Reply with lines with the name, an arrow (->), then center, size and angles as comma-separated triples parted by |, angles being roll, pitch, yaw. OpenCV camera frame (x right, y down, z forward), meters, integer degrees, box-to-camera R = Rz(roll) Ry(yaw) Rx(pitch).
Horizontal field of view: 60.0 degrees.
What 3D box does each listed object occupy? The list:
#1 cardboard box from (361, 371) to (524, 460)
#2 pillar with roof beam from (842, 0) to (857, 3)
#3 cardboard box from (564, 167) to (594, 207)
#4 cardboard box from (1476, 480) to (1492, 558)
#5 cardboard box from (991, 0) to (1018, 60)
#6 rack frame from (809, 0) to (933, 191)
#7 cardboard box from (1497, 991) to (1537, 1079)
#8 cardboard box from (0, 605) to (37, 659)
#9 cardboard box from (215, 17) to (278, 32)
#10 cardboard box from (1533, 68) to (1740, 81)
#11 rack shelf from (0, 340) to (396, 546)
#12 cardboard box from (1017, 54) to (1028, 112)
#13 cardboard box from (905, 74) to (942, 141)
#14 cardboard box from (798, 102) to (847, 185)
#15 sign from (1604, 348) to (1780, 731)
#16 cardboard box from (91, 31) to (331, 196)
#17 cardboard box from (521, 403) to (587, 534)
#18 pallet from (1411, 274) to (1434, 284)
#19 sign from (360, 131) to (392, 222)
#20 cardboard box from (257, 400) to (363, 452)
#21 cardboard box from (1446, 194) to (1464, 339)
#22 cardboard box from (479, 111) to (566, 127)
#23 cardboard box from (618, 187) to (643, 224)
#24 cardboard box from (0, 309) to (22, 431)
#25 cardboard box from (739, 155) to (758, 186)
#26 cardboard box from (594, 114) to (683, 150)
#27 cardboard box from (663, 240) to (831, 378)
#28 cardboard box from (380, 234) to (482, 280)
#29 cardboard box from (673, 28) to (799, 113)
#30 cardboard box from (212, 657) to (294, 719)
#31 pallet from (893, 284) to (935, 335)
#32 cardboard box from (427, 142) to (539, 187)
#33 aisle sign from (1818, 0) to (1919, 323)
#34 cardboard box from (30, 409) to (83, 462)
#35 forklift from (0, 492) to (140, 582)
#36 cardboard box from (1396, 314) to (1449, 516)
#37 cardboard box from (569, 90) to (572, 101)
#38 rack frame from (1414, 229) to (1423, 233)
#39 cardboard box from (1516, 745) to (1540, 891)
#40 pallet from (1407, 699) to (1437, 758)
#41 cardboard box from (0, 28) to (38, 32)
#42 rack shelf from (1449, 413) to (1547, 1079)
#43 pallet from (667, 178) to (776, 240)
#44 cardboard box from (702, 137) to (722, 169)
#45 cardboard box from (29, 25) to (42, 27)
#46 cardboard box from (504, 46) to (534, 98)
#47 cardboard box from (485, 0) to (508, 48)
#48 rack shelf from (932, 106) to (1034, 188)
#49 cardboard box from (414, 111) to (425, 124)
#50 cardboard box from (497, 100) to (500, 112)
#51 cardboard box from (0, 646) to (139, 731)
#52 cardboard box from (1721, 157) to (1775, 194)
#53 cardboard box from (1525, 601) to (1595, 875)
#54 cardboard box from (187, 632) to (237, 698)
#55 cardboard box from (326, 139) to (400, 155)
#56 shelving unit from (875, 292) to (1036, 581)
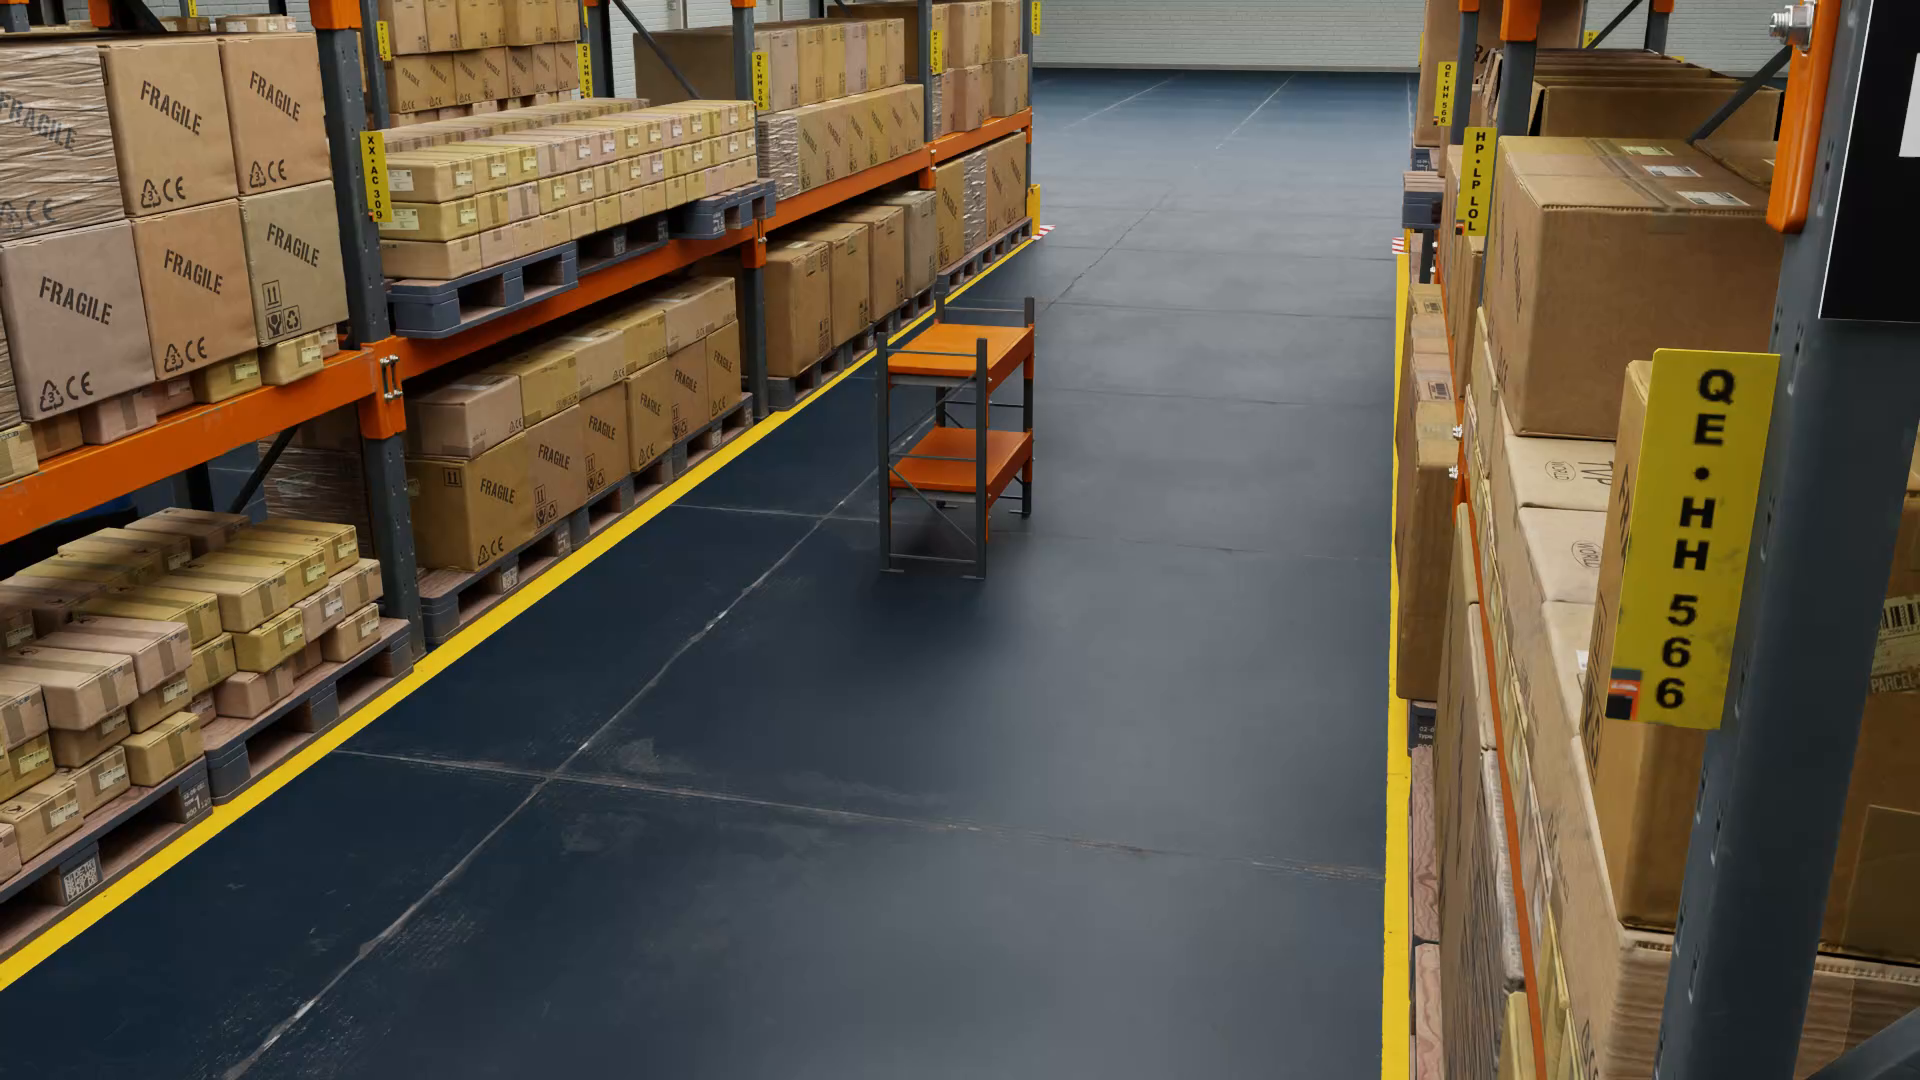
cardboard box -> -2.242, -0.547, 7.206 | 0.500, 0.250, 0.500 | 4, 19, 11
pillar with roof beam -> 1.075, -17.232, 44.715 | 9.100, 9.000, 0.400 | 5, 19, 13
cardboard box -> -1.885, -1.602, 7.515 | 0.380, 0.149, 0.250 | 5, 20, 16
cardboard box -> 1.459, -0.029, 4.021 | 0.380, 0.149, 0.250 | 4, 19, 13
cardboard box -> 0.080, -5.016, 16.329 | 0.875, 0.550, 0.550 | 5, 19, 13
rack frame -> -0.724, -3.473, 13.715 | 1.000, 3.000, 0.127 | 5, 19, 13
cardboard box -> 1.208, 1.311, 2.345 | 0.875, 0.875, 0.875 | 5, 19, 13
cardboard box -> -3.285, 0.317, 5.460 | 0.380, 0.149, 0.250 | 5, 20, 15
cardboard box -> -5.642, -4.059, 13.161 | 0.380, 0.149, 0.250 | 4, 19, 11
cardboard box -> 2.434, -1.479, 6.171 | 0.797, 0.503, 0.637 | 5, 19, 14
rack shelf -> -3.167, 0.002, 4.655 | 1.077, 0.370, 4.000 | 5, 19, 13
cardboard box -> 0.207, -4.678, 17.010 | 0.875, 0.550, 0.550 | 5, 19, 13
cardboard box -> -0.645, -3.661, 14.032 | 0.875, 0.550, 0.550 | 5, 19, 13
cardboard box -> -1.084, -2.704, 11.308 | 0.500, 0.500, 0.500 | 5, 19, 13
sign -> 0.606, 0.004, 1.376 | 0.100, 0.325, 0.005 | 5, 19, 13
cardboard box -> -2.531, -1.458, 5.654 | 0.500, 0.500, 0.500 | 4, 19, 11
cardboard box -> -2.113, -0.358, 7.812 | 0.500, 0.500, 0.500 | 6, 20, 16
pallet -> 4.191, -1.943, 13.550 | 1.003, 0.211, 1.213 | 5, 19, 13
sign -> -2.150, -1.335, 6.115 | 0.100, 0.325, 0.005 | 5, 19, 13
cardboard box -> -2.742, -0.590, 7.331 | 0.500, 0.250, 0.500 | 4, 19, 12
cardboard box -> 2.204, -1.076, 6.544 | 0.500, 0.500, 0.500 | 4, 19, 13
cardboard box -> -2.259, -2.122, 8.579 | 0.380, 0.149, 0.250 | 6, 20, 16
cardboard box -> -1.758, -1.621, 8.031 | 0.380, 0.149, 0.250 | 4, 19, 11
cardboard box -> -2.922, -0.501, 4.400 | 0.500, 0.500, 0.500 | 4, 19, 12
cardboard box -> -1.376, -2.108, 9.458 | 0.380, 0.149, 0.250 | 5, 19, 14
cardboard box -> -1.630, -2.071, 8.429 | 0.380, 0.149, 0.250 | 5, 19, 13
cardboard box -> -1.465, -1.537, 10.878 | 1.050, 0.750, 0.750 | 4, 19, 13
cardboard box -> -2.136, -1.133, 6.602 | 0.380, 0.149, 0.250 | 4, 19, 11
cardboard box -> -1.460, -3.038, 10.741 | 0.700, 0.500, 0.500 | 4, 19, 13
cardboard box -> -2.590, 0.497, 5.851 | 0.380, 0.149, 0.250 | 4, 19, 12
pallet -> -0.839, -1.906, 13.440 | 1.003, 0.211, 1.213 | 5, 19, 13
cardboard box -> -2.009, -1.582, 6.997 | 0.380, 0.149, 0.250 | 5, 19, 14
aisle sign -> 0.821, -0.520, 1.047 | 0.394, 0.787, 0.004 | 5, 19, 13
cardboard box -> -2.840, -0.328, 4.897 | 0.380, 0.149, 0.250 | 4, 19, 13
forklift -> -5.247, -1.450, 7.899 | 3.031, 2.935, 1.130 | 16, 25, 39
cardboard box -> 2.670, -0.496, 7.636 | 1.225, 0.875, 0.875 | 5, 19, 14
cardboard box -> -4.455, -4.833, 18.085 | 0.380, 0.149, 0.250 | 5, 20, 15
rack frame -> 5.038, -4.303, 16.146 | 1.000, 3.000, 0.127 | 5, 19, 13
cardboard box -> 1.083, 0.454, 2.606 | 0.380, 0.149, 0.250 | 5, 19, 14
pallet -> 2.222, 0.530, 6.310 | 1.003, 0.211, 1.213 | 5, 19, 13
cardboard box -> -9.759, -5.205, 17.166 | 0.380, 0.149, 0.250 | 5, 19, 13
rack shelf -> 1.618, 0.425, 3.415 | 1.077, 0.370, 4.000 | 5, 19, 13
pallet -> -1.772, -1.897, 9.397 | 1.213, 0.211, 1.003 | 5, 19, 13
cardboard box -> -1.506, -2.083, 8.923 | 0.380, 0.149, 0.250 | 5, 20, 15
cardboard box -> -10.097, -5.485, 17.986 | 0.380, 0.149, 0.250 | 4, 19, 12
cardboard box -> -4.689, -4.769, 16.894 | 0.500, 0.500, 0.500 | 5, 19, 13
cardboard box -> -4.897, -5.098, 16.312 | 0.700, 0.500, 0.500 | 5, 19, 13
rack shelf -> -0.235, -3.759, 15.666 | 1.077, 0.370, 4.000 | 5, 19, 13
cardboard box -> -5.149, -3.870, 15.266 | 0.380, 0.149, 0.250 | 5, 20, 15
cardboard box -> -4.848, -4.355, 16.687 | 0.380, 0.149, 0.250 | 5, 19, 13
cardboard box -> -2.760, 0.450, 5.070 | 0.380, 0.149, 0.250 | 4, 19, 11
cardboard box -> 2.127, -0.645, 4.047 | 0.500, 0.500, 0.500 | 5, 19, 14
cardboard box -> 1.115, 0.310, 2.411 | 0.500, 0.250, 0.500 | 4, 19, 12
cardboard box -> -2.706, 0.410, 5.647 | 0.380, 0.149, 0.250 | 5, 19, 14
cardboard box -> -2.640, -1.633, 7.147 | 0.380, 0.149, 0.250 | 4, 19, 12
shelving unit -> -0.002, -0.530, 8.000 | 0.538, 1.125, 1.048 | 5, 19, 13
